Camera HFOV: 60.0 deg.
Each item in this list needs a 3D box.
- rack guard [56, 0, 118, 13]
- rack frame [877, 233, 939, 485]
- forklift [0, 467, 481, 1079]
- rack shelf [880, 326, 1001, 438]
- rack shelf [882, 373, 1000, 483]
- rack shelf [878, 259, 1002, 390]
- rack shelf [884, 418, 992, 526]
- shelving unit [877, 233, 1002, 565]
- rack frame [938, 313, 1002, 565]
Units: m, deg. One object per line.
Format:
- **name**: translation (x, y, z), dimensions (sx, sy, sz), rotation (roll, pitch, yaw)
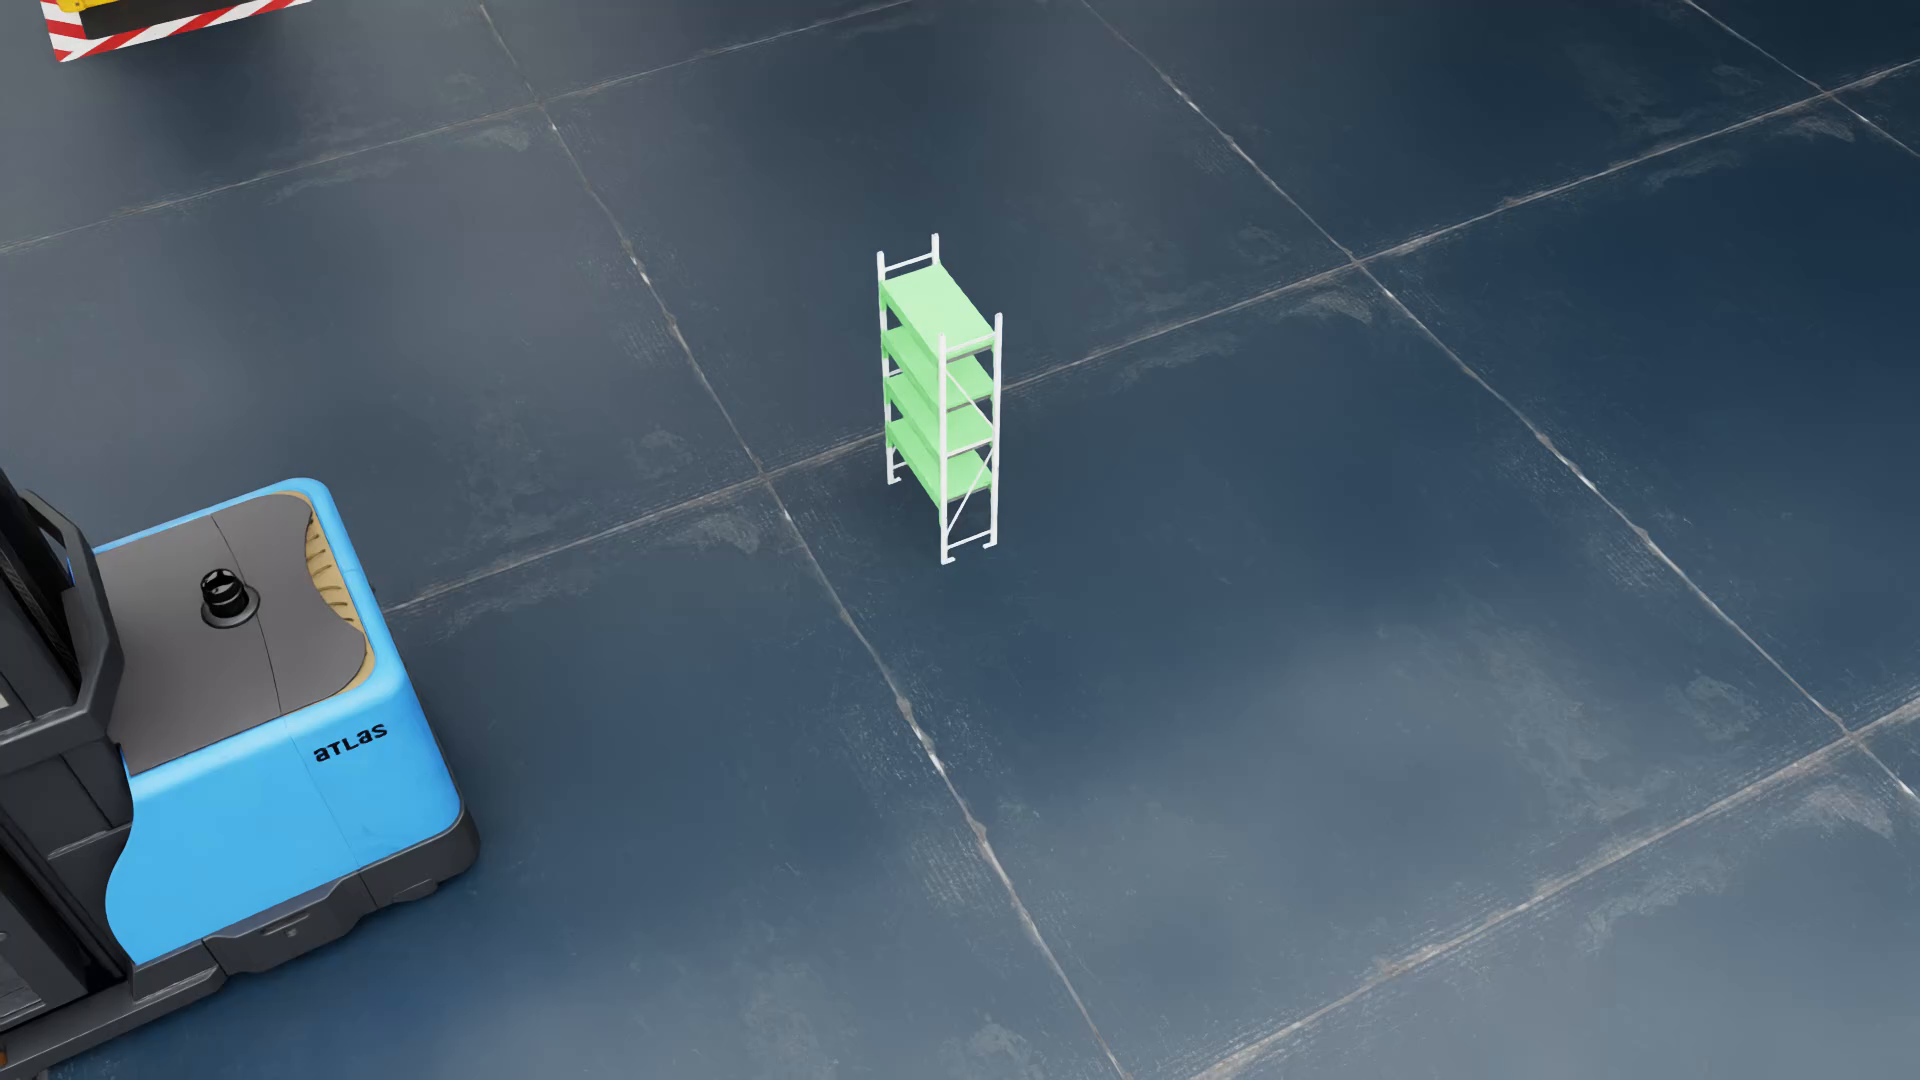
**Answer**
- **rack guard**: translation (-4.515, -3.378, 9.265), dimensions (1.175, 0.500, 0.348), rotation (-21, 52, -18)
- **rack frame**: translation (-0.187, -0.669, 6.431), dimensions (0.240, 1.200, 0.015), rotation (-21, 52, -18)
- **forklift**: translation (-3.164, 0.375, 4.367), dimensions (3.031, 2.935, 1.130), rotation (-23, 53, -19)
- **rack shelf**: translation (-0.076, -0.622, 6.155), dimensions (0.258, 0.148, 0.480), rotation (-21, 52, -18)
- **rack shelf**: translation (-0.076, -0.464, 6.336), dimensions (0.258, 0.148, 0.480), rotation (-21, 52, -18)
- **rack shelf**: translation (-0.076, -0.780, 5.975), dimensions (0.258, 0.148, 0.480), rotation (-21, 52, -18)
- **rack shelf**: translation (-0.076, -0.306, 6.517), dimensions (0.258, 0.148, 0.480), rotation (-21, 52, -18)
- **shelving unit**: translation (-0.076, -0.506, 6.288), dimensions (0.258, 1.200, 0.503), rotation (-21, 52, -18)
- **rack frame**: translation (0.036, -0.342, 6.145), dimensions (0.240, 1.200, 0.015), rotation (-21, 52, -18)
